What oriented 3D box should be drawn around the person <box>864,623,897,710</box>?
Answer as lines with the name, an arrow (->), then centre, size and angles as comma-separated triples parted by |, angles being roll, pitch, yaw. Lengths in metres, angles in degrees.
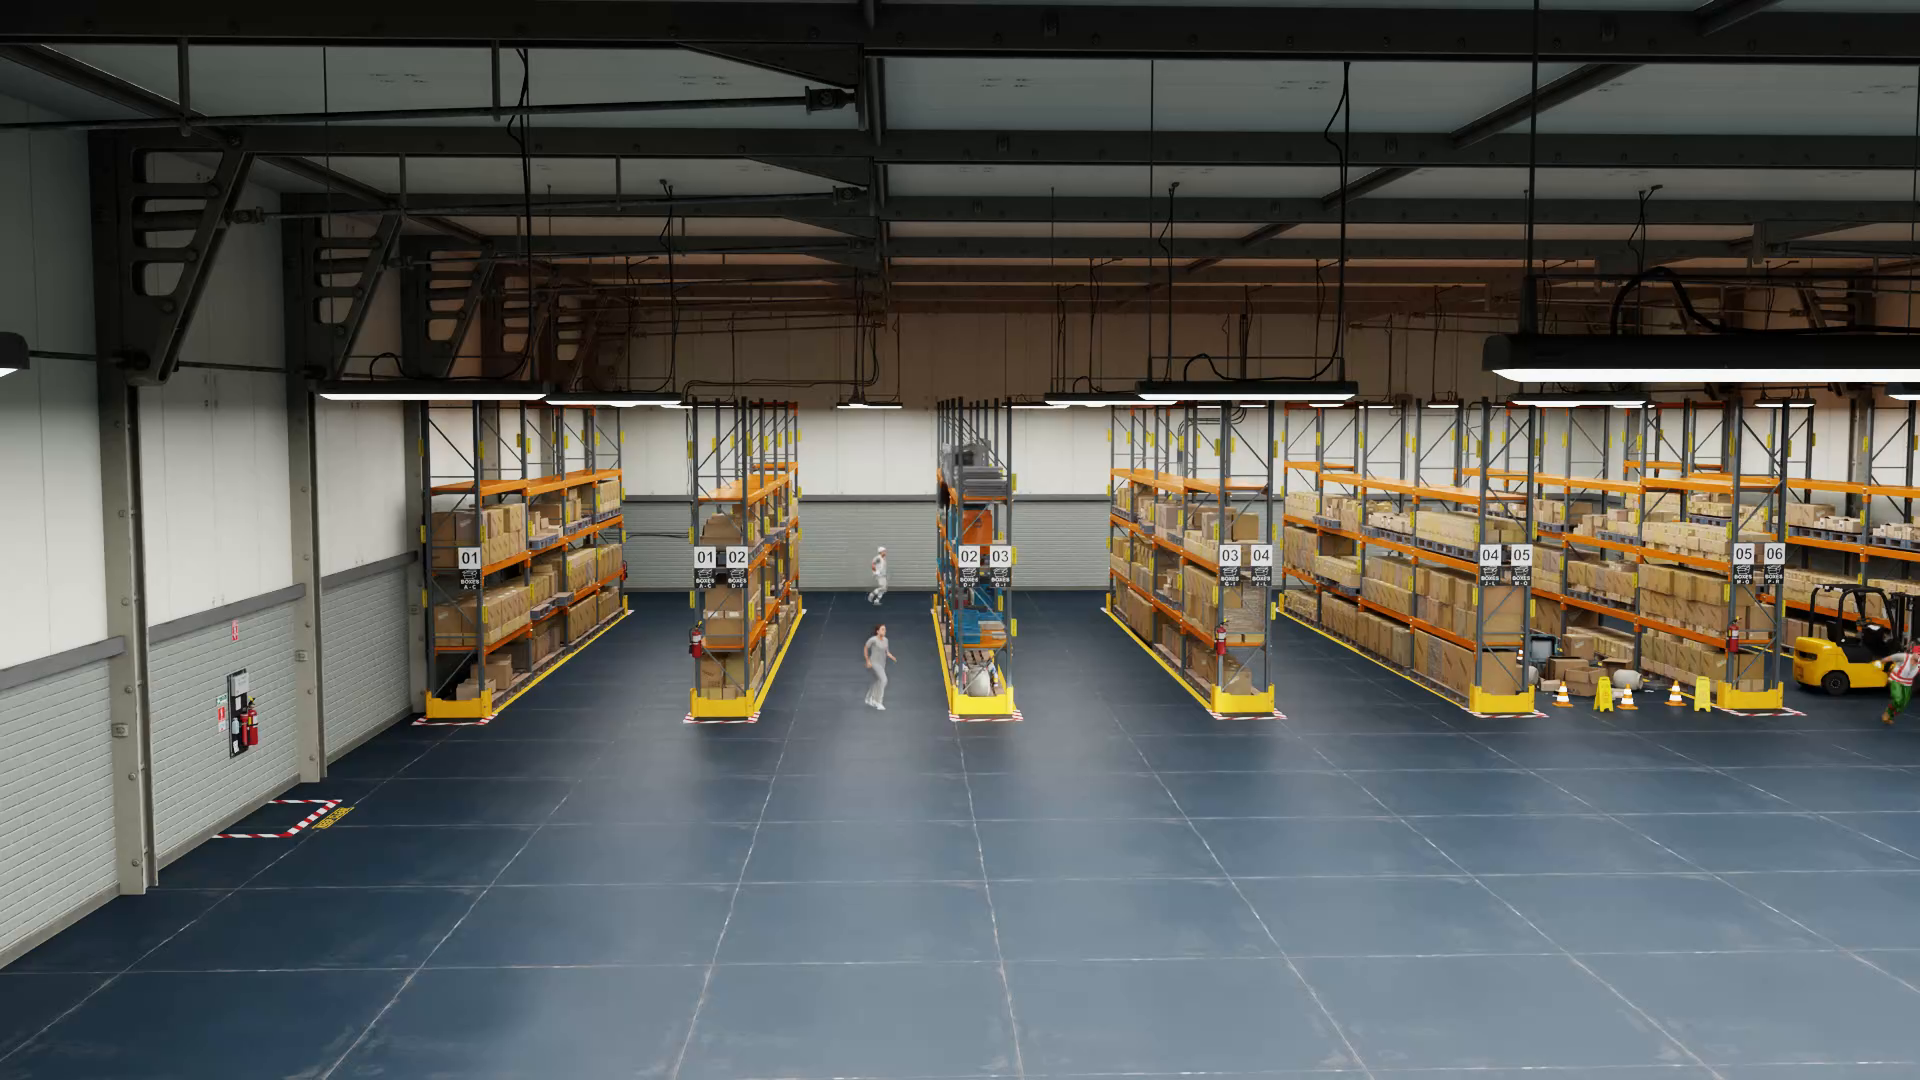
person -> -1.572, 2.437, 32.005 | 0.794, 1.688, 0.472 | 4, 6, 39

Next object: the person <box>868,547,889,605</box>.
person -> -2.405, 1.063, 49.265 | 0.544, 1.709, 0.747 | 1, 5, 16

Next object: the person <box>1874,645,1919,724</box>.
person -> 17.083, 2.619, 30.065 | 0.655, 1.531, 1.018 | 0, 4, 1

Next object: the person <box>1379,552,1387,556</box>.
person -> 11.973, 1.219, 46.891 | 0.702, 1.747, 0.959 | -4, 6, -44
